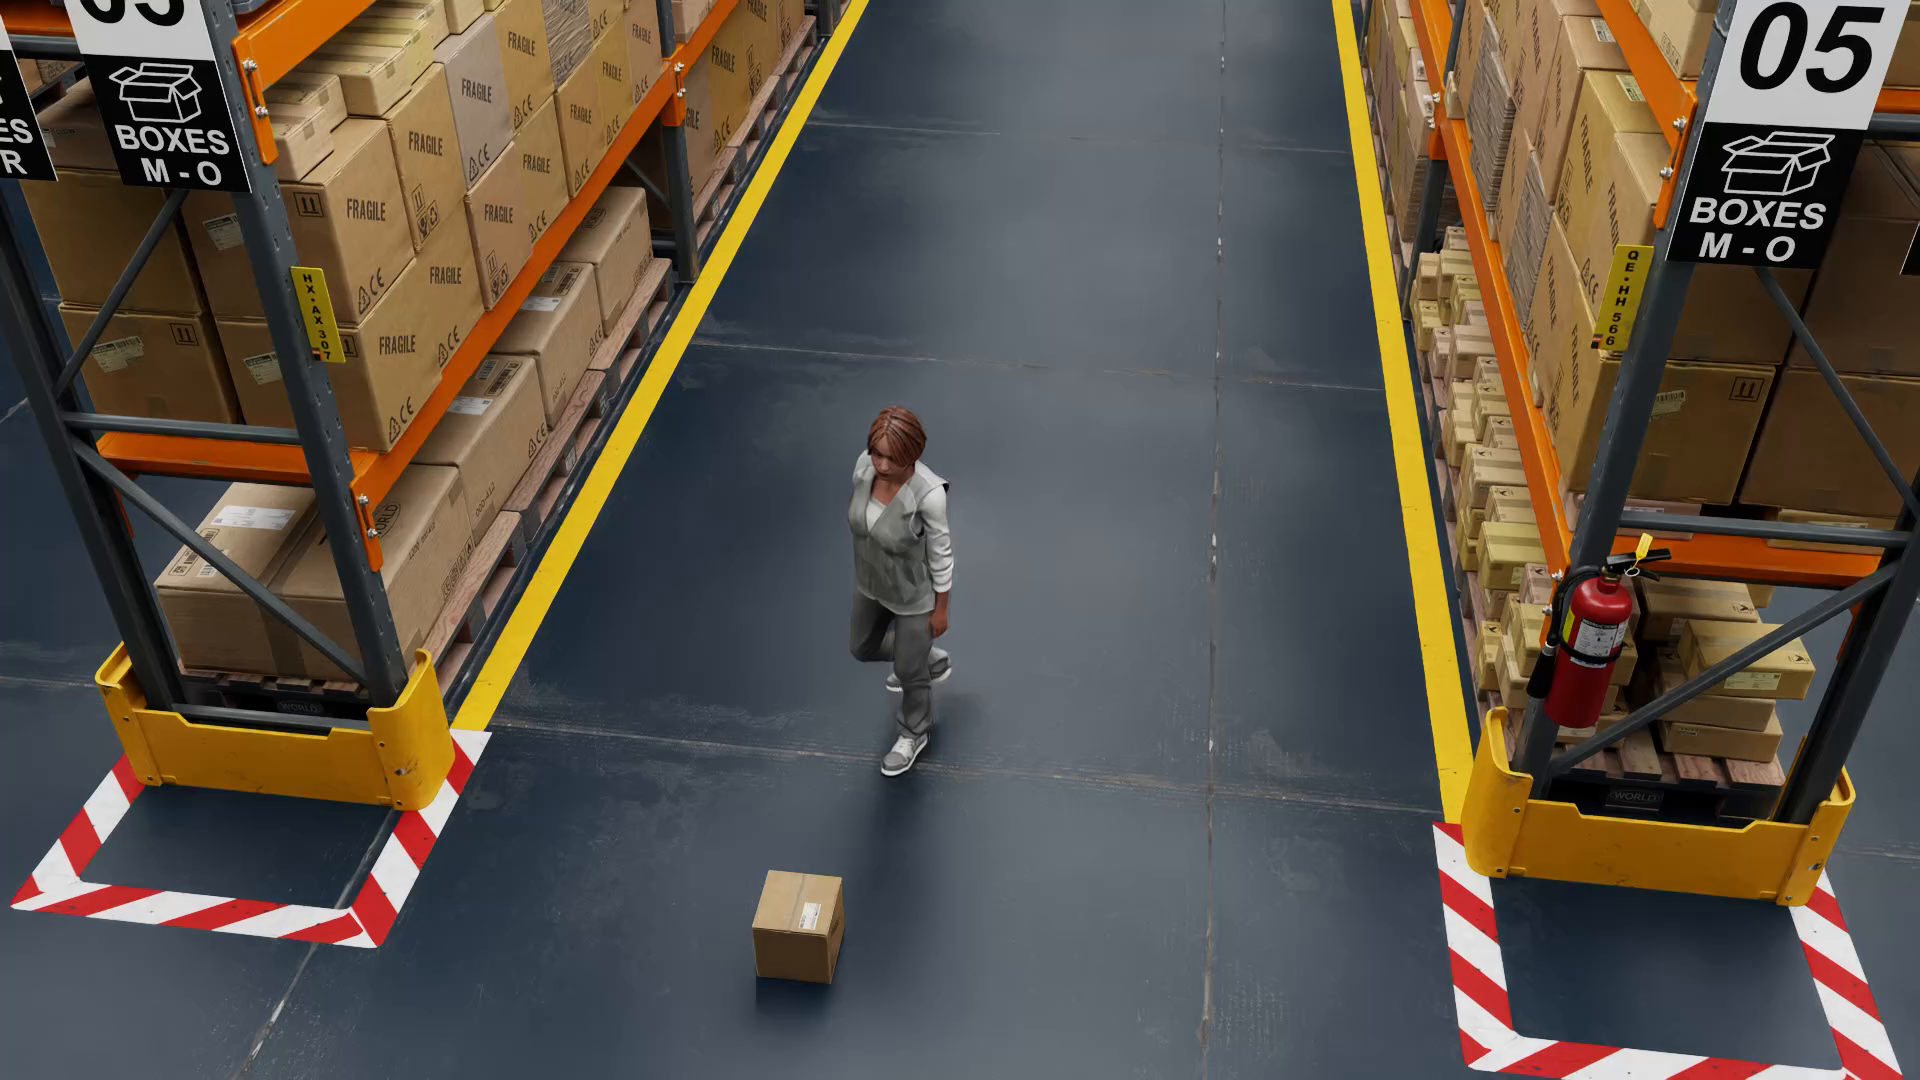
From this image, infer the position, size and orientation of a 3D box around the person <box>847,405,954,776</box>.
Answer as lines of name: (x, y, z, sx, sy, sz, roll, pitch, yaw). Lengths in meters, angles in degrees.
person: (-0.166, 0.138, 5.969, 0.470, 1.593, 0.514, 27, 45, 32)
